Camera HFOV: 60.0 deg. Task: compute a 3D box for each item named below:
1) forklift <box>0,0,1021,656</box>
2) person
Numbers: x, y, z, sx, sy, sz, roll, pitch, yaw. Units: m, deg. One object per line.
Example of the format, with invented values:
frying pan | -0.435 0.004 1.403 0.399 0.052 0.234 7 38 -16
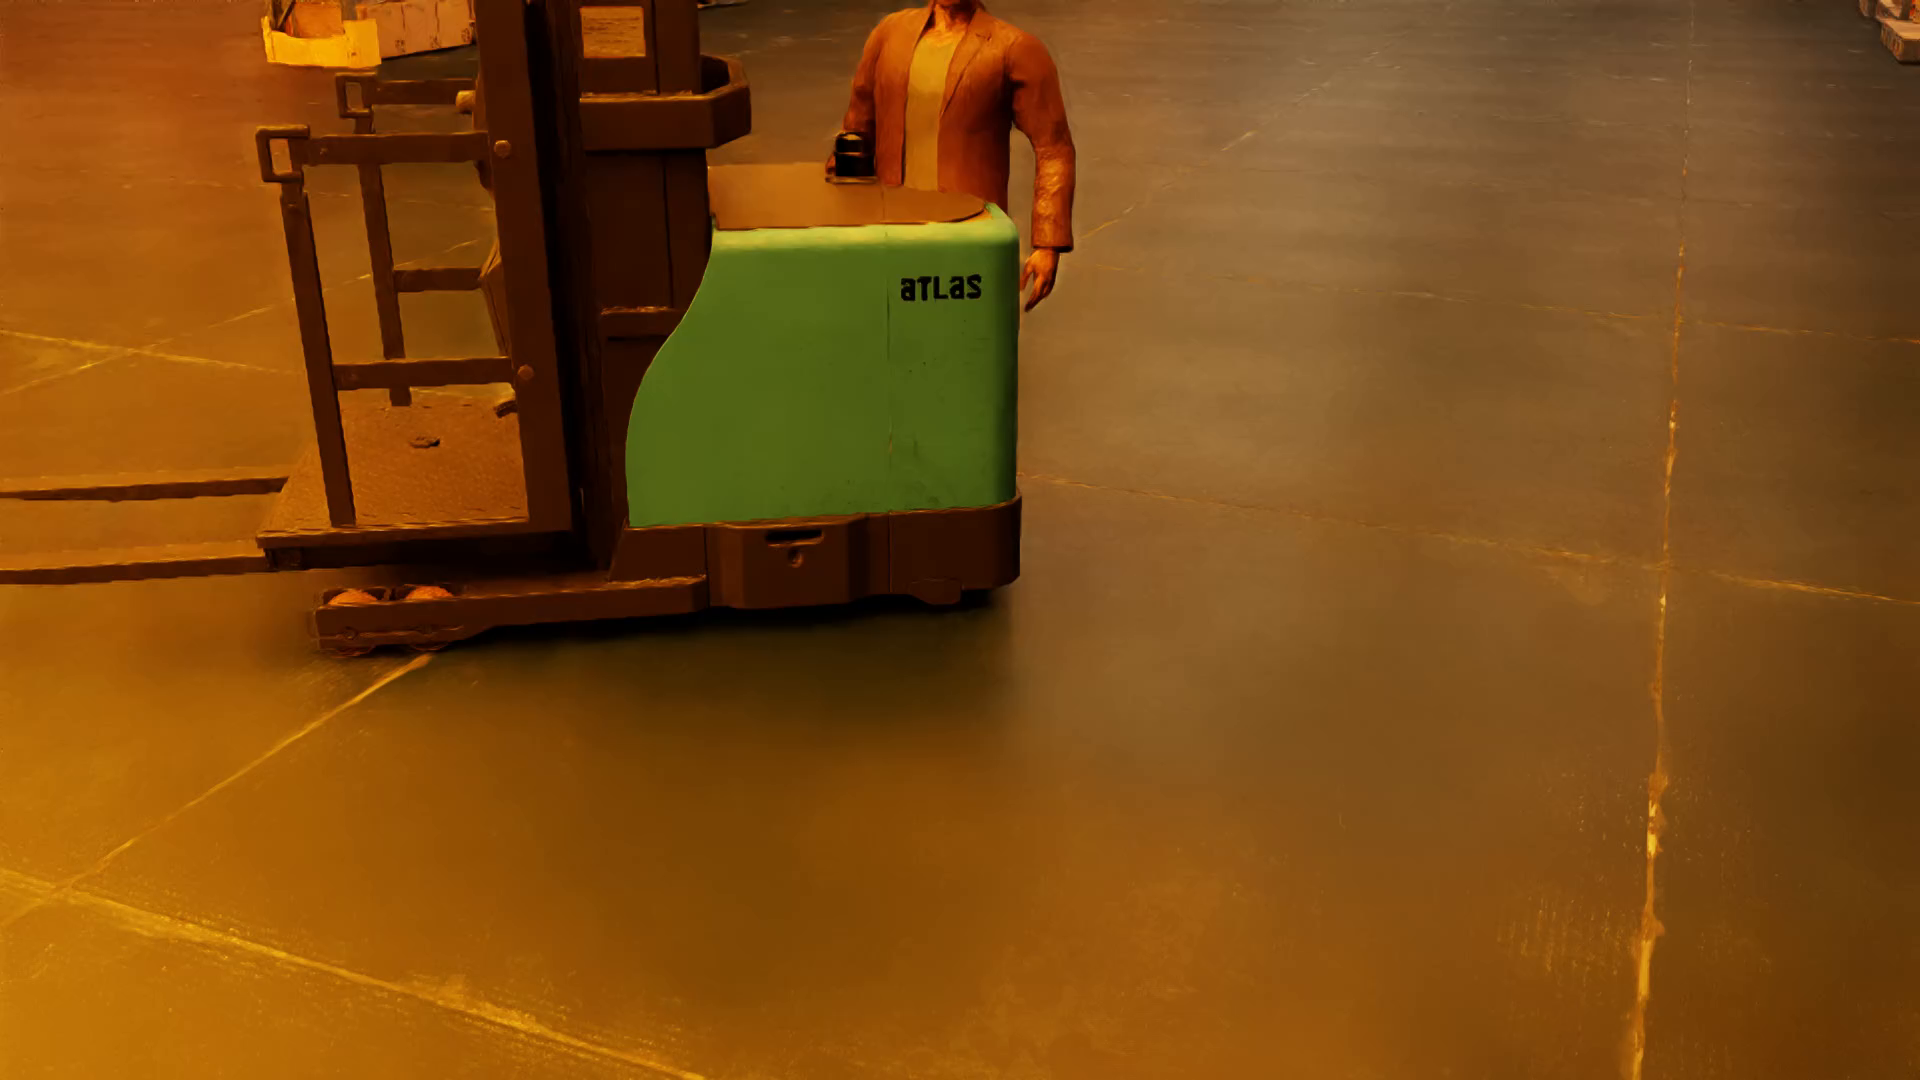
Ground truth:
forklift | -1.394 -1.267 4.324 3.031 2.935 1.130 -4 23 -8
person | -0.092 -0.791 4.597 0.790 1.757 0.557 9 24 20
